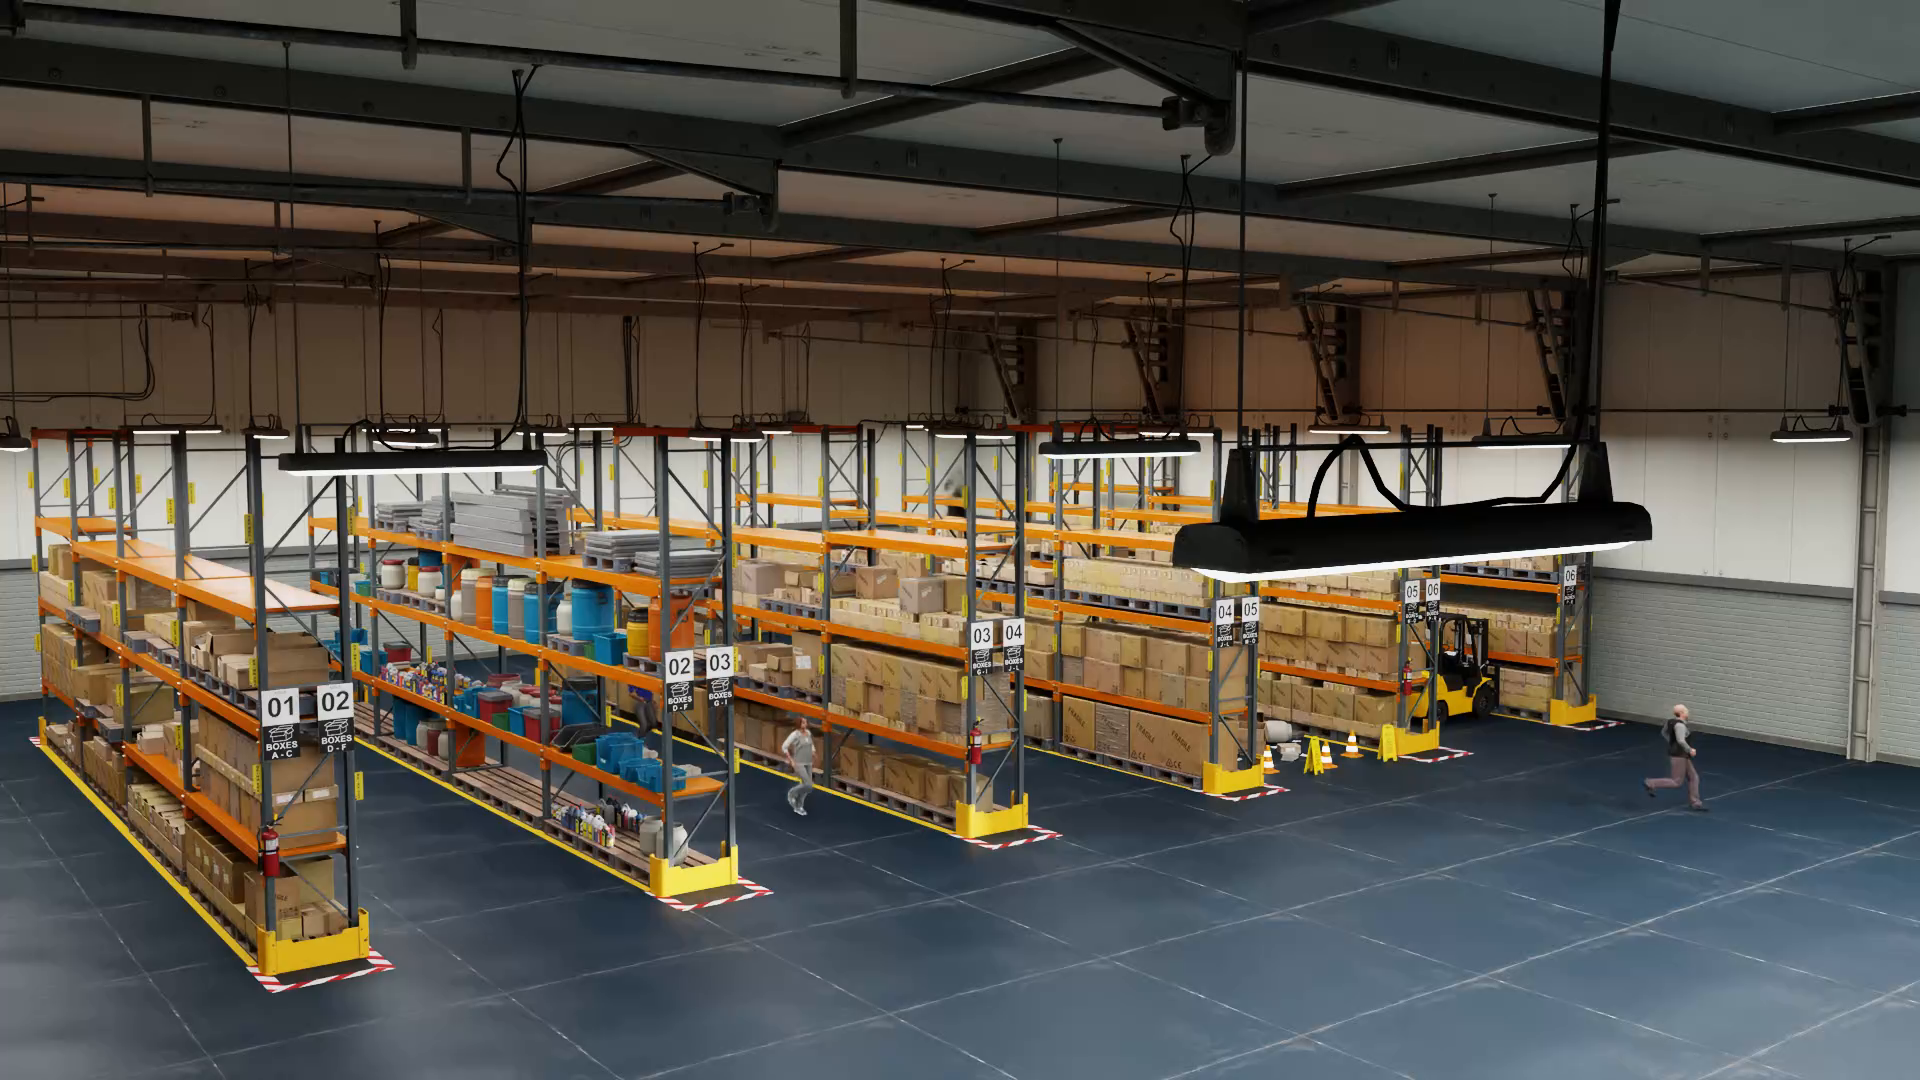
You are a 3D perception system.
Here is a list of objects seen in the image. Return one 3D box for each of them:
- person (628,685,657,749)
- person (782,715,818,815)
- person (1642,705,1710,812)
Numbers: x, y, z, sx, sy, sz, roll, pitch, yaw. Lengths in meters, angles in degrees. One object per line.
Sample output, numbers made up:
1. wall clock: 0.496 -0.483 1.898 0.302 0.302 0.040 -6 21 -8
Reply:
1. person: -5.902 3.091 31.031 0.571 1.607 0.574 -4 6 -41
2. person: -2.444 3.520 25.956 0.534 1.561 0.533 4 6 41
3. person: 11.322 3.446 26.250 1.034 1.713 0.639 1 5 17
